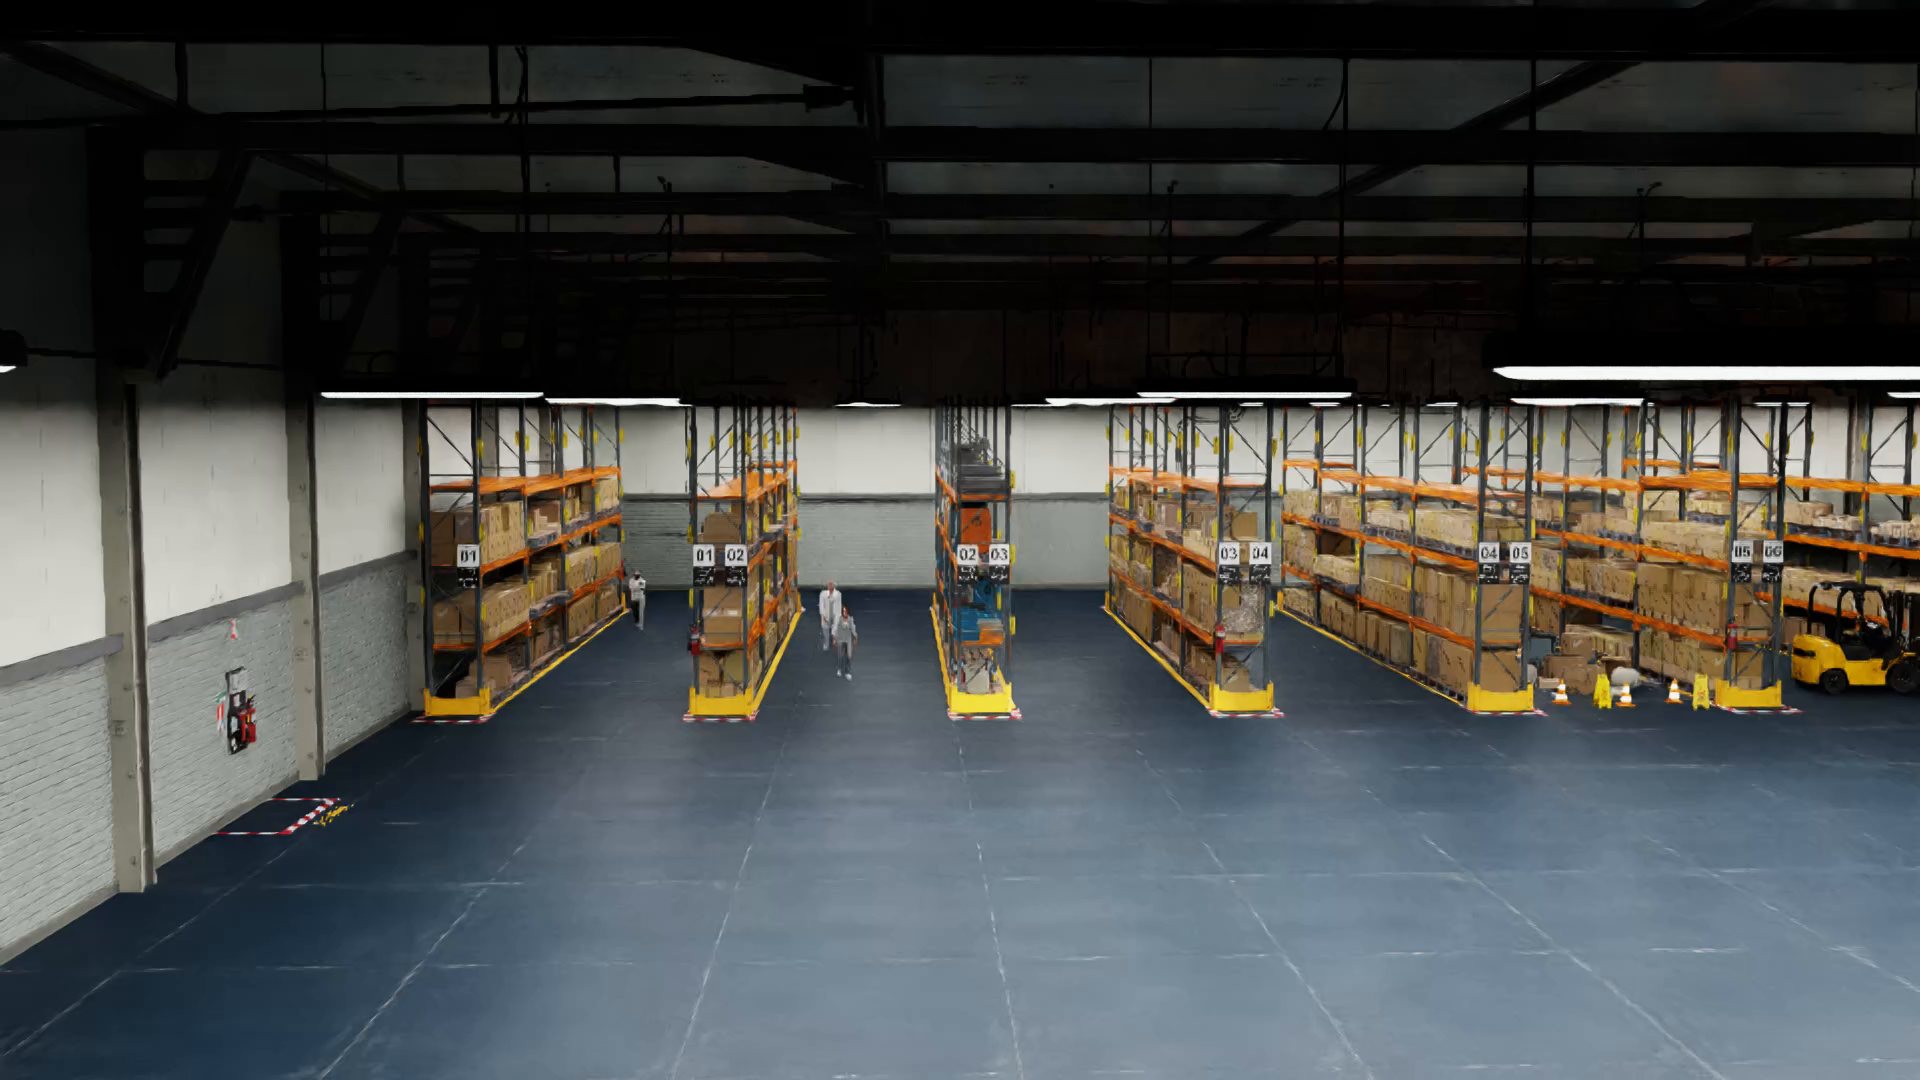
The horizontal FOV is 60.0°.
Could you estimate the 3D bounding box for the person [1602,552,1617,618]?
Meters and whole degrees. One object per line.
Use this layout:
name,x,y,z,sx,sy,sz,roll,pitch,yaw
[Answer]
person,17.892,1.242,45.704,0.534,1.812,0.606,1,5,9

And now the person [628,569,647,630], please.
person,-8.378,1.514,43.161,0.455,1.587,1.088,0,5,-4

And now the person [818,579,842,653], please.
person,-3.041,1.773,39.099,0.580,1.715,1.103,-1,5,-10

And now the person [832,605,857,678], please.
person,-2.481,2.150,35.551,0.544,1.561,0.614,-1,5,-11
